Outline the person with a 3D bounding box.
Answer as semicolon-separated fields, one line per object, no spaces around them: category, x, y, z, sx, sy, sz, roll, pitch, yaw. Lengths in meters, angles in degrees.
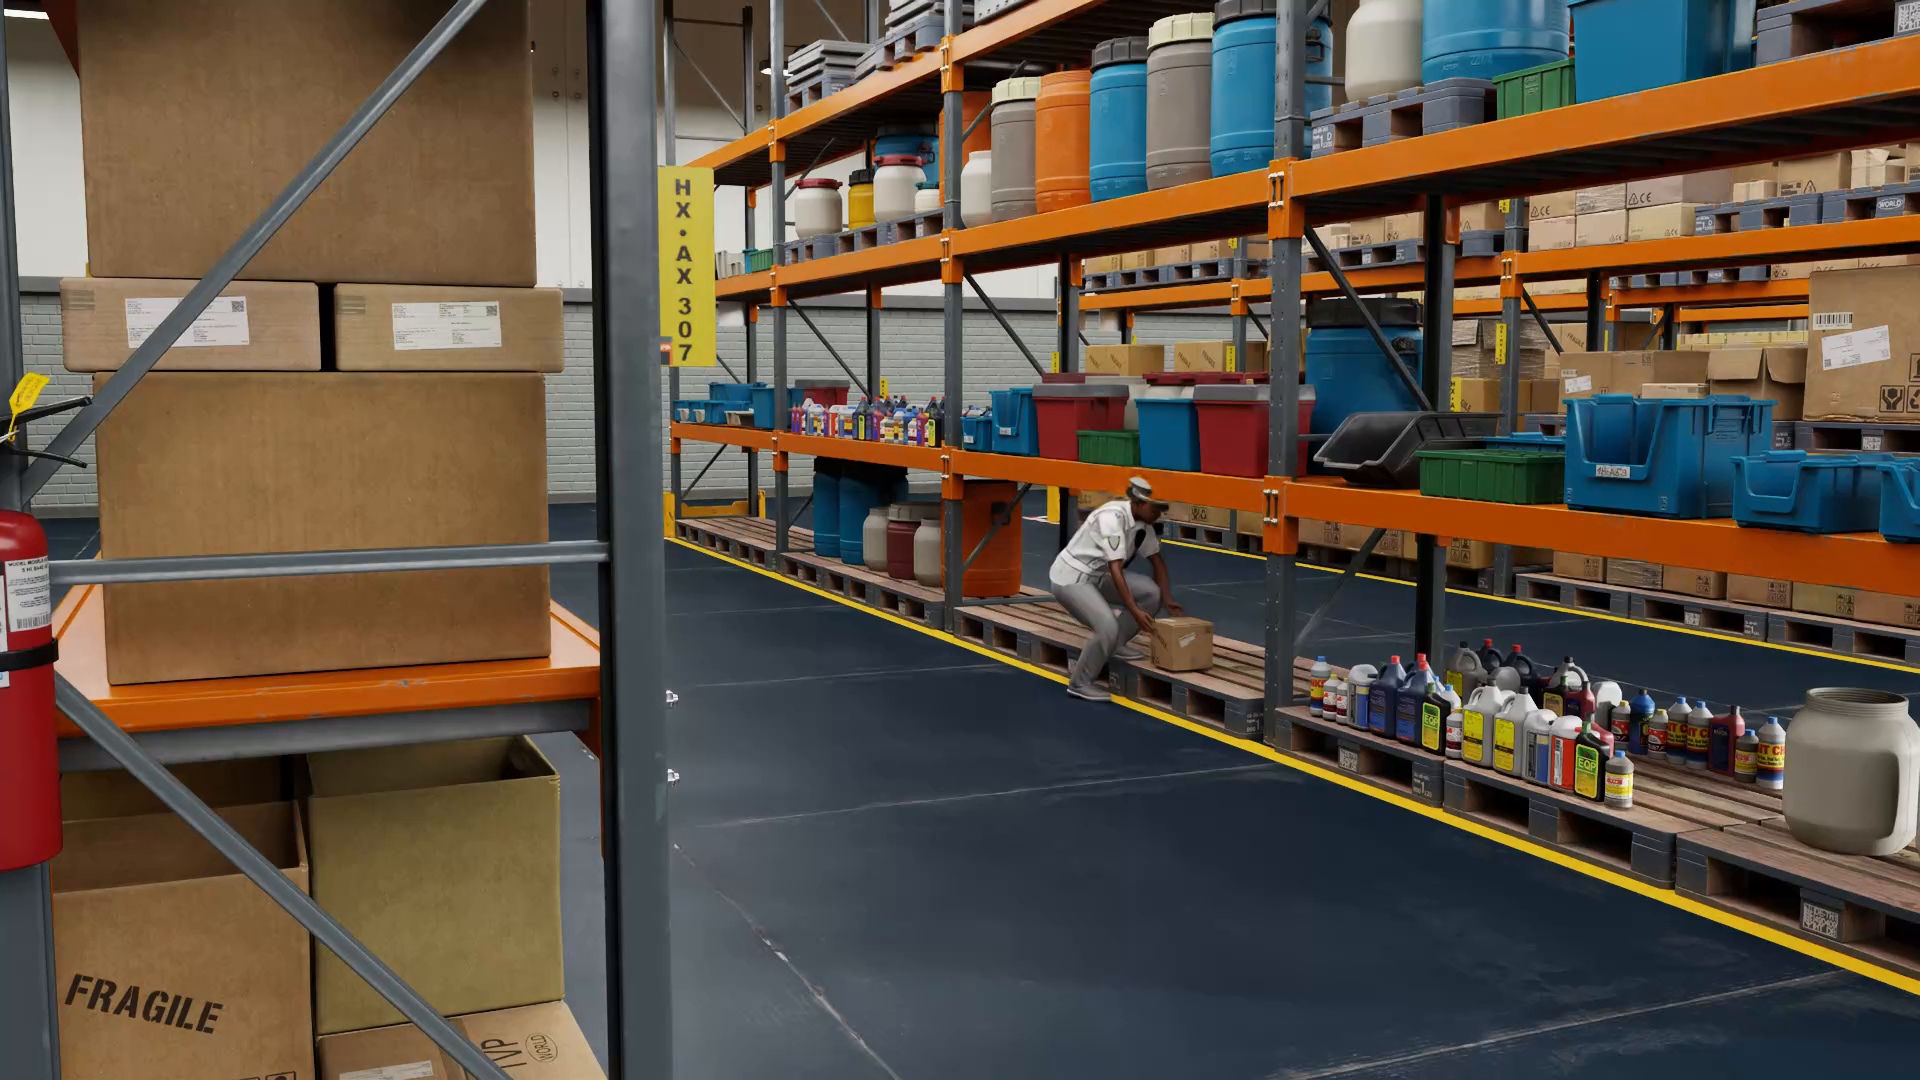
person;0.882;0.262;9.393;0.742;1.267;0.502;5;7;41
